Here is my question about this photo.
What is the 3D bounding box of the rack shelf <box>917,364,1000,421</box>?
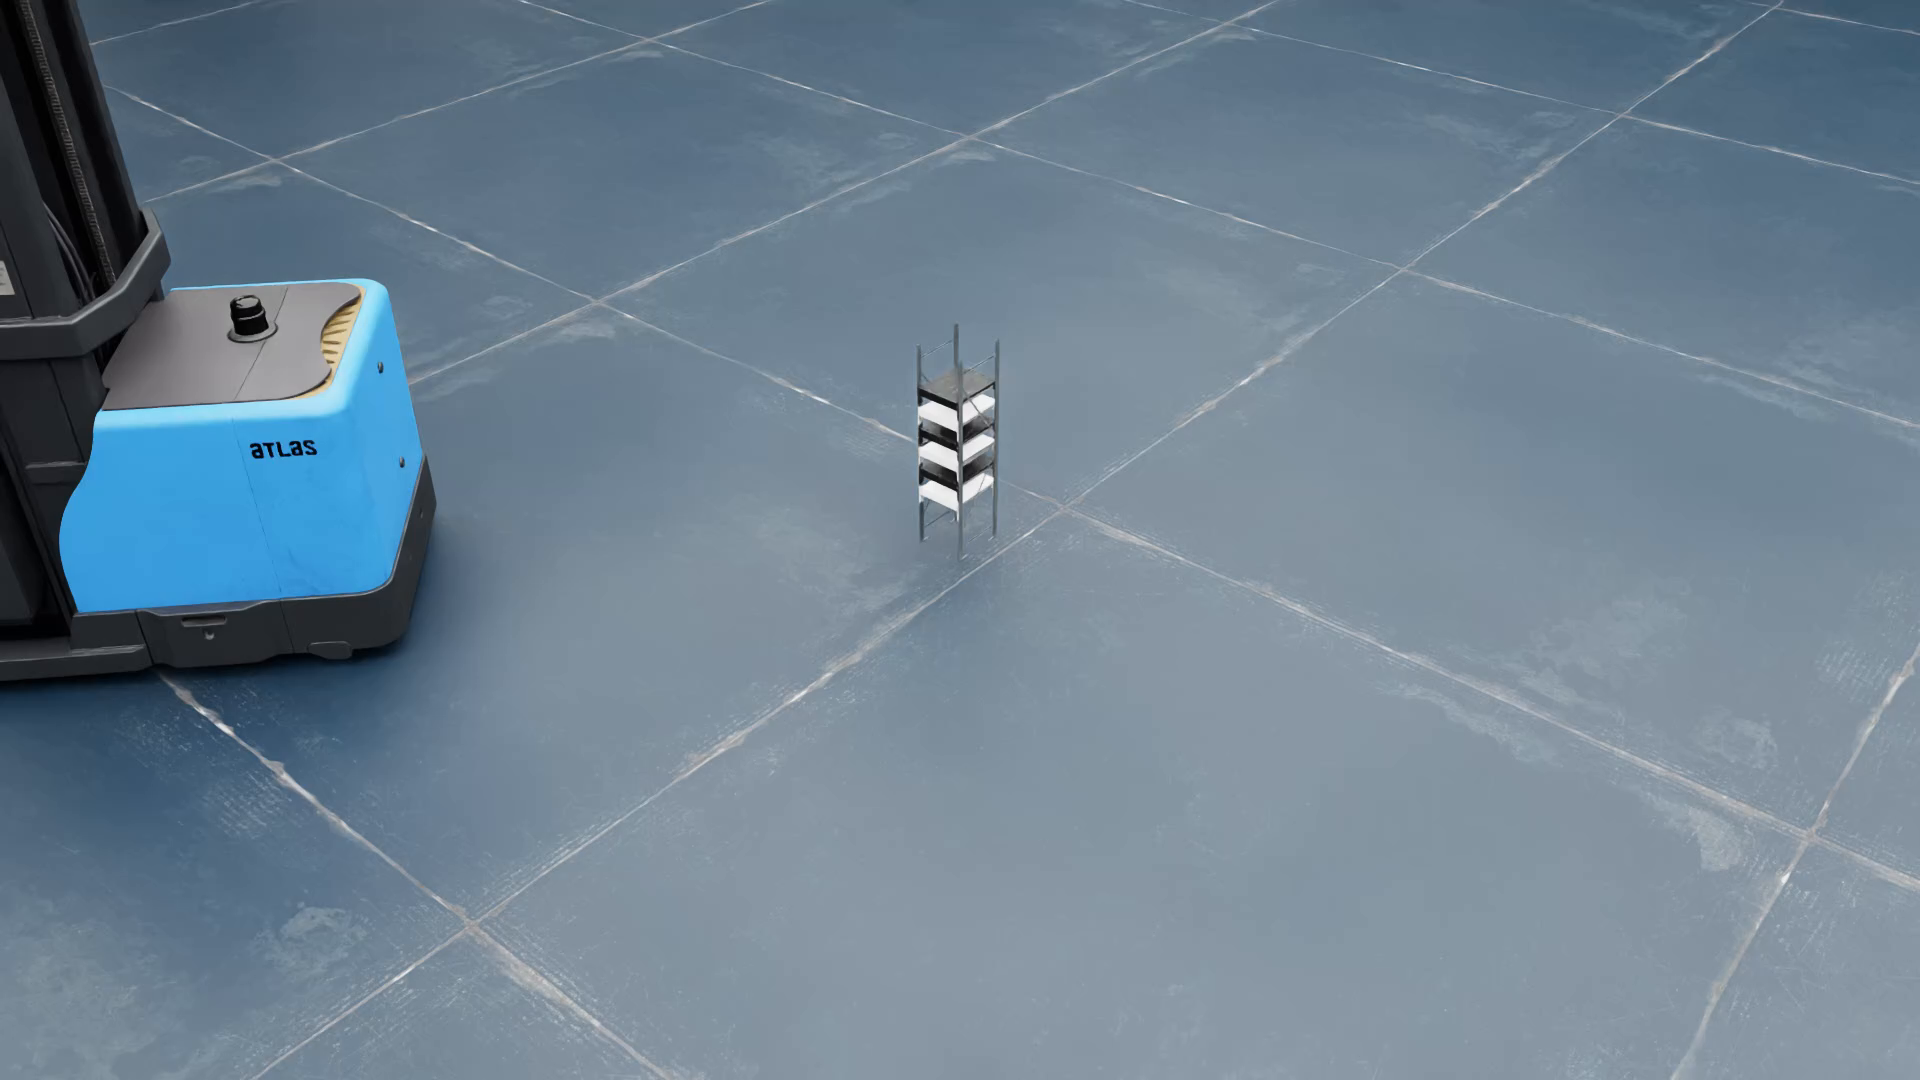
[{"bbox_3d":[-0.006,-0.569,6.366,0.200,0.077,0.258,25,42,32],"label":"rack shelf"}]

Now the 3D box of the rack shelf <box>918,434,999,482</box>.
[{"bbox_3d":[-0.006,-0.346,6.518,0.200,0.077,0.258,25,42,32],"label":"rack shelf"}]

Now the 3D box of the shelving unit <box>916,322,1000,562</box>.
[{"bbox_3d":[-0.006,-0.374,6.500,0.210,0.900,0.258,25,42,32],"label":"shelving unit"}]

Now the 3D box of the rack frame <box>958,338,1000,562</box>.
[{"bbox_3d":[0.072,-0.337,6.446,0.006,0.900,0.240,25,42,32],"label":"rack frame"}]

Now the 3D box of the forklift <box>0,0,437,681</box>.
[{"bbox_3d":[-3.602,-0.951,5.546,3.031,2.935,1.130,-4,35,-6],"label":"forklift"}]

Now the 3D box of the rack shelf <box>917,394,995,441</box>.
[{"bbox_3d":[-0.006,-0.495,6.417,0.200,0.077,0.258,25,42,32],"label":"rack shelf"}]

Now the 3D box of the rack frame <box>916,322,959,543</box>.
[{"bbox_3d":[-0.084,-0.411,6.553,0.006,0.900,0.240,25,42,32],"label":"rack frame"}]

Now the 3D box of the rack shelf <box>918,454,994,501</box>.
[{"bbox_3d":[-0.006,-0.272,6.569,0.200,0.077,0.258,25,42,32],"label":"rack shelf"}]

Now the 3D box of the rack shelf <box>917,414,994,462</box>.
[{"bbox_3d":[-0.006,-0.421,6.467,0.200,0.077,0.258,25,42,32],"label":"rack shelf"}]

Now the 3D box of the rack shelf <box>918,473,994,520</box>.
[{"bbox_3d":[-0.006,-0.198,6.620,0.200,0.077,0.258,25,42,32],"label":"rack shelf"}]
